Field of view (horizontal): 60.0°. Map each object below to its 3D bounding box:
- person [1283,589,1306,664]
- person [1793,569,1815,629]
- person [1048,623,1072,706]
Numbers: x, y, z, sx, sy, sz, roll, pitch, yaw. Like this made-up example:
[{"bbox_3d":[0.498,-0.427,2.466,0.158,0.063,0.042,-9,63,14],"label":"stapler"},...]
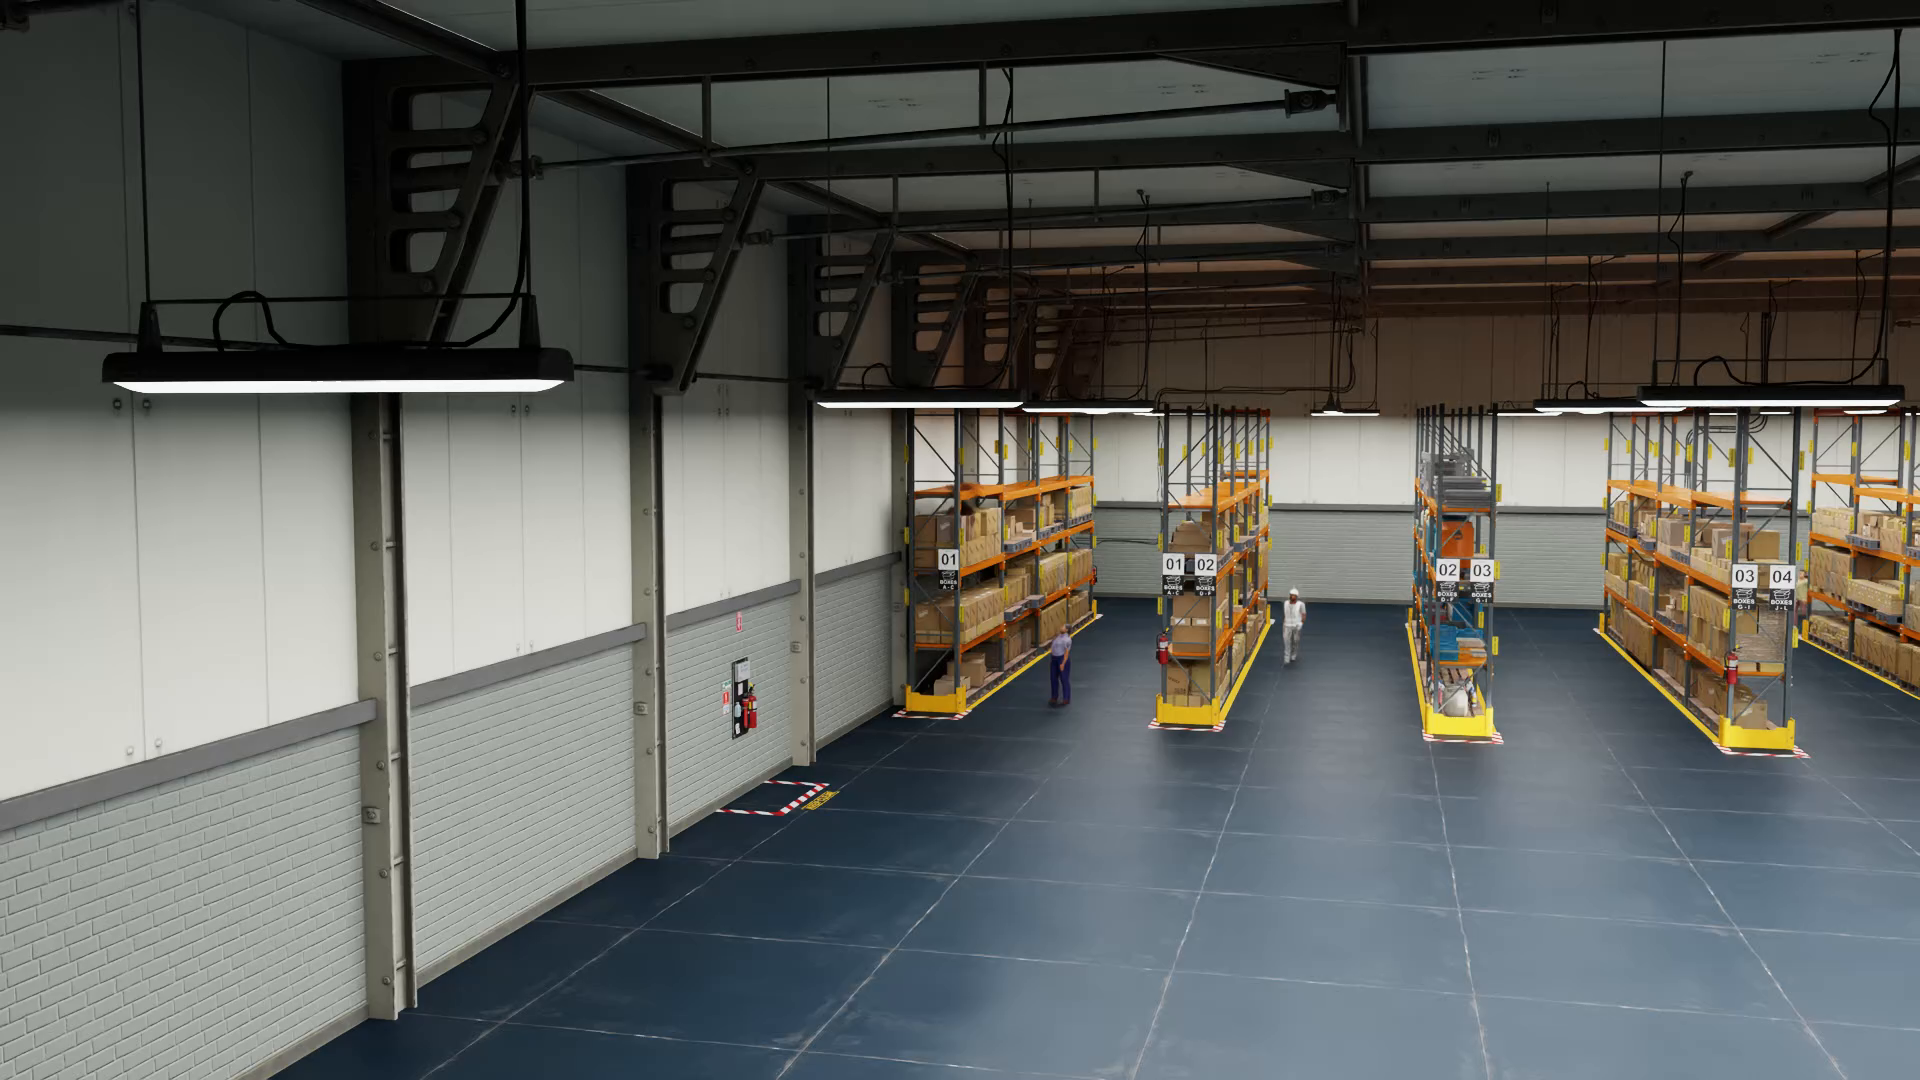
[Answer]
[{"bbox_3d":[7.796,2.002,38.787,0.527,1.711,1.089,1,4,11],"label":"person"},{"bbox_3d":[22.884,1.606,45.109,0.877,1.637,0.459,0,4,2],"label":"person"},{"bbox_3d":[2.022,2.478,33.391,0.397,1.630,0.532,-3,5,-39],"label":"person"}]
